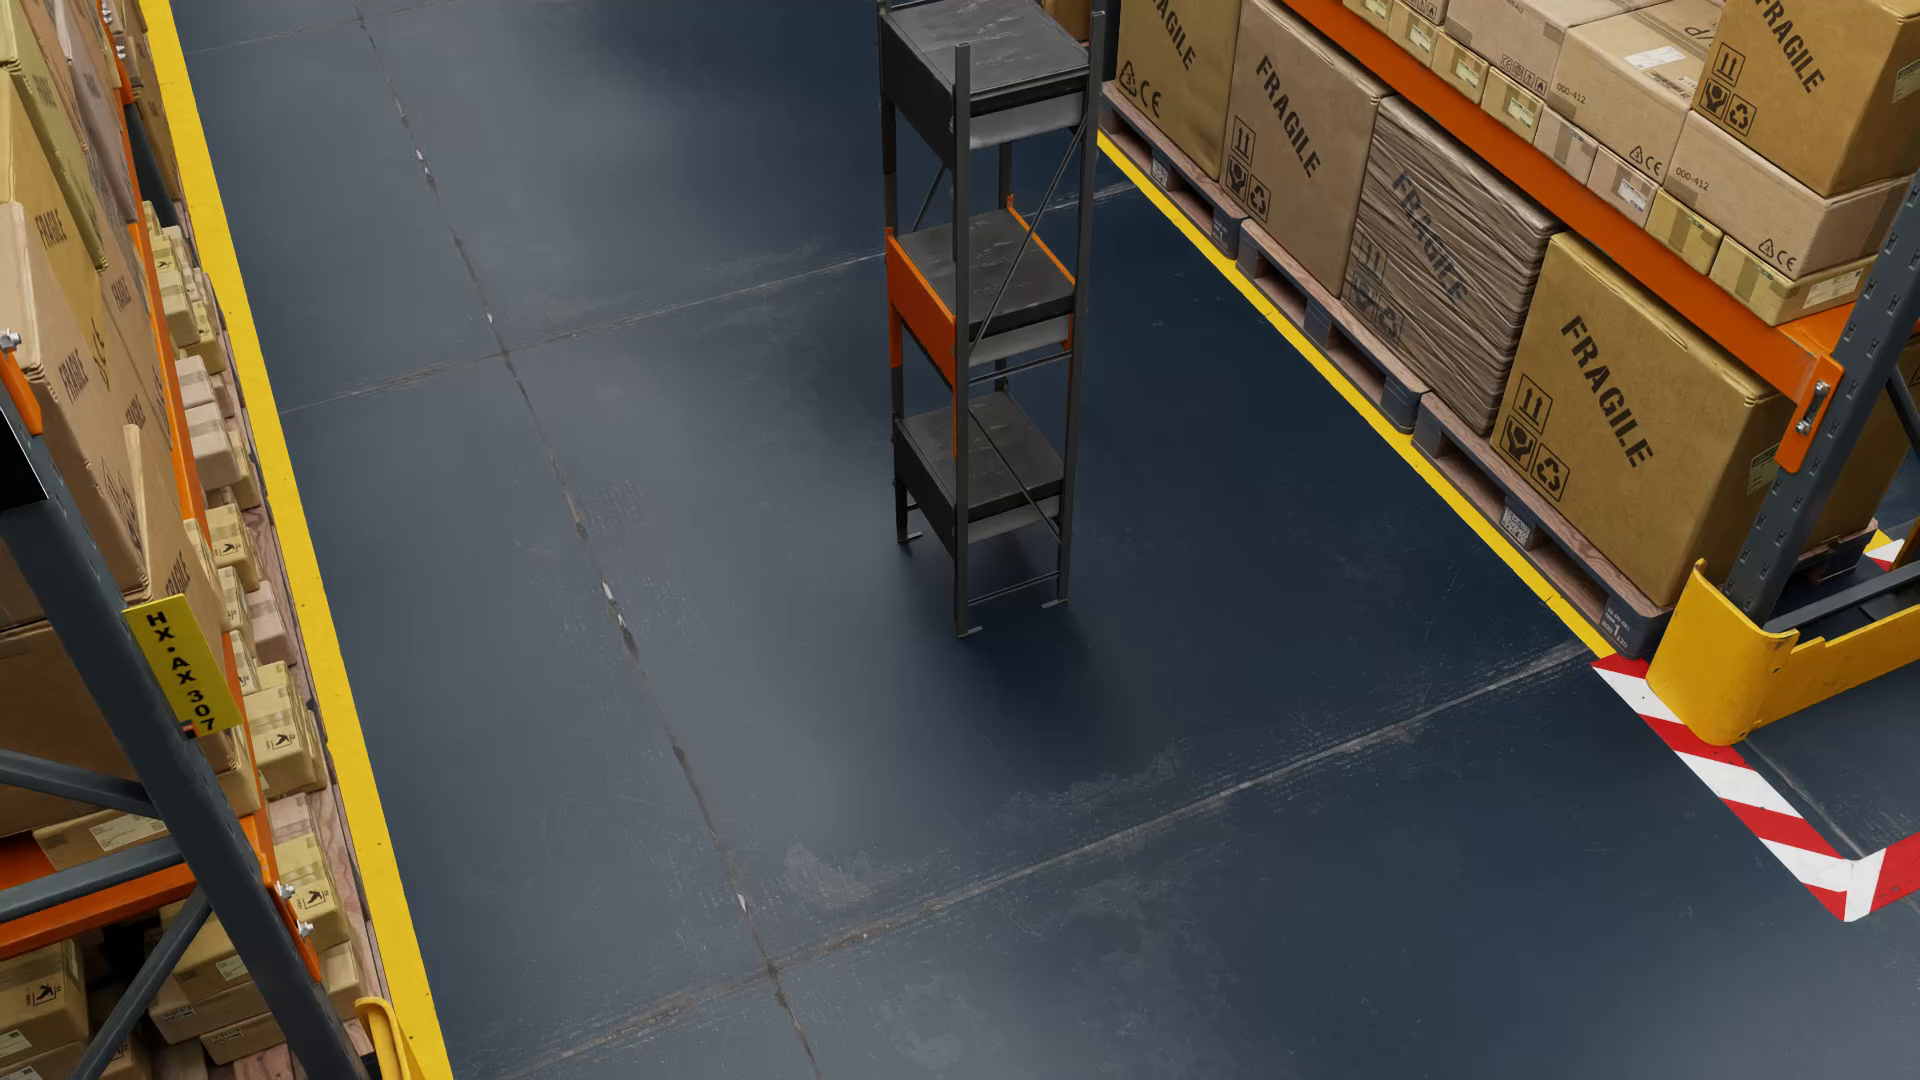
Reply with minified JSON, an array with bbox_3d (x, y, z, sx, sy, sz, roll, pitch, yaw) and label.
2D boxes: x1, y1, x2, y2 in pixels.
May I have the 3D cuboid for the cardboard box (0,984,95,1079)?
[{"bbox_3d":[-2.270,1.193,3.924,0.380,0.149,0.250,-19,48,-18],"label":"cardboard box"}]

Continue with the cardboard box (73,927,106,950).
[{"bbox_3d":[-2.295,0.900,4.010,0.380,0.149,0.250,-17,47,-17],"label":"cardboard box"}]

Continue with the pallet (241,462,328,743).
[{"bbox_3d":[-2.639,0.325,5.270,1.003,0.211,1.213,-18,47,-17],"label":"pallet"}]

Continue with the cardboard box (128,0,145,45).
[{"bbox_3d":[-3.997,-2.339,7.465,0.500,0.500,0.500,-17,47,-17],"label":"cardboard box"}]

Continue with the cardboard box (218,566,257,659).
[{"bbox_3d":[-2.203,0.253,4.665,0.380,0.149,0.250,-16,47,-16],"label":"cardboard box"}]

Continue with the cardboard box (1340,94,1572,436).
[{"bbox_3d":[2.030,-1.072,5.914,0.875,0.875,0.875,-18,47,-17],"label":"cardboard box"}]

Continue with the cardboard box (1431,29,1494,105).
[{"bbox_3d":[1.765,-1.570,5.385,0.380,0.149,0.250,-18,47,-17],"label":"cardboard box"}]

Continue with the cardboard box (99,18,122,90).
[{"bbox_3d":[-2.931,-1.529,5.343,0.380,0.149,0.250,-19,48,-18],"label":"cardboard box"}]

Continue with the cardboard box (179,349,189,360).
[{"bbox_3d":[-2.779,-0.474,5.614,0.380,0.149,0.250,-18,47,-17],"label":"cardboard box"}]

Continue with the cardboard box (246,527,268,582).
[{"bbox_3d":[-2.381,0.141,5.202,0.380,0.149,0.250,-18,47,-17],"label":"cardboard box"}]

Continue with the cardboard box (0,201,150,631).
[{"bbox_3d":[-1.737,-0.176,2.798,0.500,0.500,0.500,-18,47,-18],"label":"cardboard box"}]

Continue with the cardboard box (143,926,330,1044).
[{"bbox_3d":[-1.776,1.035,4.084,0.380,0.149,0.250,-16,47,-16],"label":"cardboard box"}]

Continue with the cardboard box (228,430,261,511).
[{"bbox_3d":[-2.561,-0.189,5.537,0.380,0.149,0.250,-18,47,-17],"label":"cardboard box"}]

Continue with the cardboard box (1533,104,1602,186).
[{"bbox_3d":[1.986,-1.240,5.050,0.380,0.149,0.250,-17,47,-17],"label":"cardboard box"}]

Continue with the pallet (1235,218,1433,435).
[{"bbox_3d":[1.838,-0.985,6.598,1.003,0.211,1.213,-18,47,-17],"label":"pallet"}]

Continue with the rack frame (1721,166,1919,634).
[{"bbox_3d":[2.754,-0.715,4.339,1.000,3.000,0.127,-18,47,-17],"label":"rack frame"}]

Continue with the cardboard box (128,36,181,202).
[{"bbox_3d":[-3.541,-1.672,6.790,0.500,0.500,0.500,-16,47,-16],"label":"cardboard box"}]

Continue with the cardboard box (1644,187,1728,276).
[{"bbox_3d":[2.195,-0.920,4.726,0.380,0.149,0.250,-18,47,-17],"label":"cardboard box"}]

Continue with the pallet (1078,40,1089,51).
[{"bbox_3d":[0.679,-2.741,8.377,1.003,0.211,1.213,-18,47,-17],"label":"pallet"}]

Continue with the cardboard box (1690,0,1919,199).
[{"bbox_3d":[2.311,-1.267,4.259,0.500,0.500,0.500,-17,47,-17],"label":"cardboard box"}]

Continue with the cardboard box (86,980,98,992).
[{"bbox_3d":[-2.399,1.143,4.186,0.380,0.149,0.250,-17,47,-16],"label":"cardboard box"}]

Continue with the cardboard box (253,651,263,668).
[{"bbox_3d":[-2.215,0.494,4.844,0.380,0.149,0.250,-18,47,-17],"label":"cardboard box"}]

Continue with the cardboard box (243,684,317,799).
[{"bbox_3d":[-1.915,0.567,4.347,0.380,0.149,0.250,-18,47,-18],"label":"cardboard box"}]

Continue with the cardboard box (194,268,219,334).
[{"bbox_3d":[-2.997,-0.849,6.205,0.380,0.149,0.250,-17,47,-17],"label":"cardboard box"}]

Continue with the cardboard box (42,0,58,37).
[{"bbox_3d":[-2.603,-1.483,4.122,0.500,0.500,0.500,-17,47,-16],"label":"cardboard box"}]

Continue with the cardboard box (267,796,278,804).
[{"bbox_3d":[-2.023,0.714,4.409,0.380,0.149,0.250,-17,47,-17],"label":"cardboard box"}]

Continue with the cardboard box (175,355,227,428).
[{"bbox_3d":[-2.594,-0.419,5.346,0.380,0.149,0.250,-20,48,-19],"label":"cardboard box"}]

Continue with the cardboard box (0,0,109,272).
[{"bbox_3d":[-2.153,-0.834,3.465,0.500,0.500,0.500,-19,48,-18],"label":"cardboard box"}]

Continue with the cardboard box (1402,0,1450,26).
[{"bbox_3d":[1.660,-1.976,5.512,0.500,0.250,0.500,-18,47,-17],"label":"cardboard box"}]

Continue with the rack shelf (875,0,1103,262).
[{"bbox_3d":[0.070,-1.130,4.424,0.431,0.518,0.480,-18,47,-17],"label":"rack shelf"}]

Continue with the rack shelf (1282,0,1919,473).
[{"bbox_3d":[1.913,-1.733,5.883,1.077,0.370,4.000,-18,47,-17],"label":"rack shelf"}]

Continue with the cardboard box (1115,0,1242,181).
[{"bbox_3d":[1.277,-2.213,7.071,0.875,0.875,0.875,-18,47,-17],"label":"cardboard box"}]

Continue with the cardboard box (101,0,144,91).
[{"bbox_3d":[-3.542,-1.939,6.526,0.500,0.250,0.500,-20,48,-19],"label":"cardboard box"}]

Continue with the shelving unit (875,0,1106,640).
[{"bbox_3d":[0.070,-0.642,4.906,0.431,2.100,0.503,-18,47,-17],"label":"shelving unit"}]

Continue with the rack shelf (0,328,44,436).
[{"bbox_3d":[-2.630,-1.400,3.410,1.077,0.370,4.000,-18,47,-17],"label":"rack shelf"}]

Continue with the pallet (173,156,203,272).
[{"bbox_3d":[-3.799,-1.366,6.985,1.003,0.211,1.213,-18,47,-17],"label":"pallet"}]

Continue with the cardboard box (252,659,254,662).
[{"bbox_3d":[-2.230,0.378,4.750,0.380,0.149,0.250,-20,48,-19],"label":"cardboard box"}]

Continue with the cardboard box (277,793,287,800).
[{"bbox_3d":[-2.013,0.824,4.510,0.380,0.149,0.250,-18,47,-17],"label":"cardboard box"}]

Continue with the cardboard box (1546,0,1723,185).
[{"bbox_3d":[2.097,-1.321,4.848,0.500,0.250,0.500,-19,48,-18],"label":"cardboard box"}]

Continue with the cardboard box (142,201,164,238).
[{"bbox_3d":[-3.085,-1.060,5.996,0.380,0.149,0.250,-17,47,-16],"label":"cardboard box"}]

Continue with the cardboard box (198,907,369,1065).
[{"bbox_3d":[-1.718,1.123,4.207,0.380,0.149,0.250,-17,47,-17],"label":"cardboard box"}]

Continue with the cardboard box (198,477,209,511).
[{"bbox_3d":[-2.465,-0.060,4.982,0.380,0.149,0.250,-18,47,-17],"label":"cardboard box"}]

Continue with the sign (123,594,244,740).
[{"bbox_3d":[-1.296,0.217,2.778,0.100,0.325,0.005,-18,47,-17],"label":"sign"}]

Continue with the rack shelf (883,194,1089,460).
[{"bbox_3d":[0.070,-0.632,4.915,0.431,0.518,0.480,-18,47,-17],"label":"rack shelf"}]

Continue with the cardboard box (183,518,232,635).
[{"bbox_3d":[-1.837,0.135,3.657,0.380,0.149,0.250,-19,48,-19],"label":"cardboard box"}]

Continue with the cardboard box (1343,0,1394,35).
[{"bbox_3d":[1.552,-1.895,5.713,0.380,0.149,0.250,-19,48,-19],"label":"cardboard box"}]

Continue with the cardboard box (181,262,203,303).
[{"bbox_3d":[-2.925,-0.828,5.973,0.380,0.149,0.250,-20,48,-19],"label":"cardboard box"}]

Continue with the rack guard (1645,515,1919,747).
[{"bbox_3d":[2.764,0.190,5.201,1.175,0.500,0.348,-18,47,-17],"label":"rack guard"}]

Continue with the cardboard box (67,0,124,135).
[{"bbox_3d":[-2.794,-1.449,4.800,0.500,0.500,0.500,-19,48,-18],"label":"cardboard box"}]

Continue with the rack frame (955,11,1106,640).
[{"bbox_3d":[0.172,-0.486,4.748,0.400,2.100,0.015,-18,47,-17],"label":"rack frame"}]

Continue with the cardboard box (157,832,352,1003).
[{"bbox_3d":[-1.701,0.905,4.004,0.380,0.149,0.250,-20,48,-19],"label":"cardboard box"}]

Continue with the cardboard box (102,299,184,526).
[{"bbox_3d":[-1.975,-0.157,3.490,0.500,0.500,0.500,-18,47,-17],"label":"cardboard box"}]

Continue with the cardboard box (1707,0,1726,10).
[{"bbox_3d":[2.573,-1.482,5.011,0.500,0.250,0.500,-19,48,-18],"label":"cardboard box"}]

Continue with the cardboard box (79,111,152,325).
[{"bbox_3d":[-2.389,-0.796,4.138,0.500,0.500,0.500,-19,48,-18],"label":"cardboard box"}]

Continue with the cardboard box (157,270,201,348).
[{"bbox_3d":[-2.830,-0.752,5.684,0.380,0.149,0.250,-18,48,-18],"label":"cardboard box"}]
